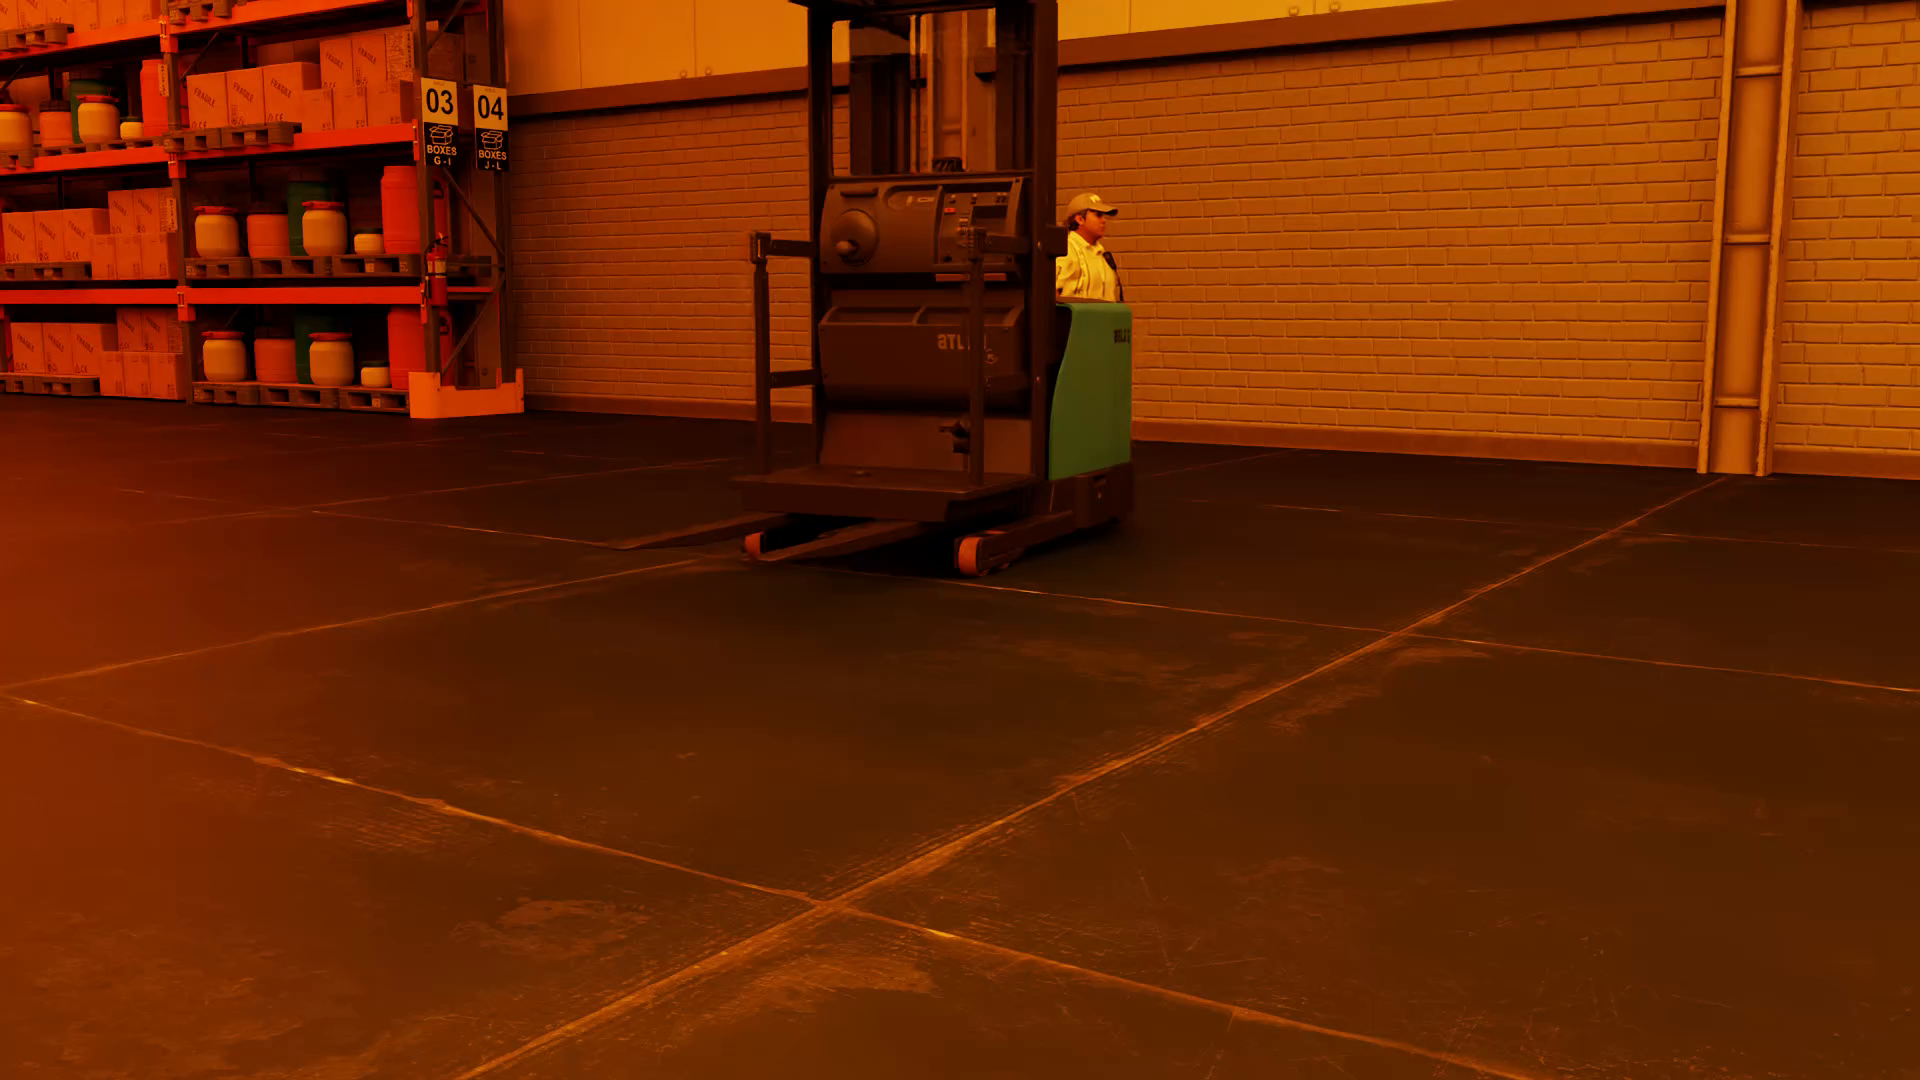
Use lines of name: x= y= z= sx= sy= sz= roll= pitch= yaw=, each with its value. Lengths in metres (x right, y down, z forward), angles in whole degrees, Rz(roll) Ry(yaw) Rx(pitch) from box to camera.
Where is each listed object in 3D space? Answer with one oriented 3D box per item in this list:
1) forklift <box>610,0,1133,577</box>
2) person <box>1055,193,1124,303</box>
forklift: x=-0.262 y=-1.373 z=6.848 sx=1.130 sy=2.935 sz=3.031 roll=4 pitch=9 yaw=26
person: x=0.723 y=-1.063 z=9.156 sx=0.478 sy=1.670 sz=0.588 roll=6 pitch=10 yaw=38
